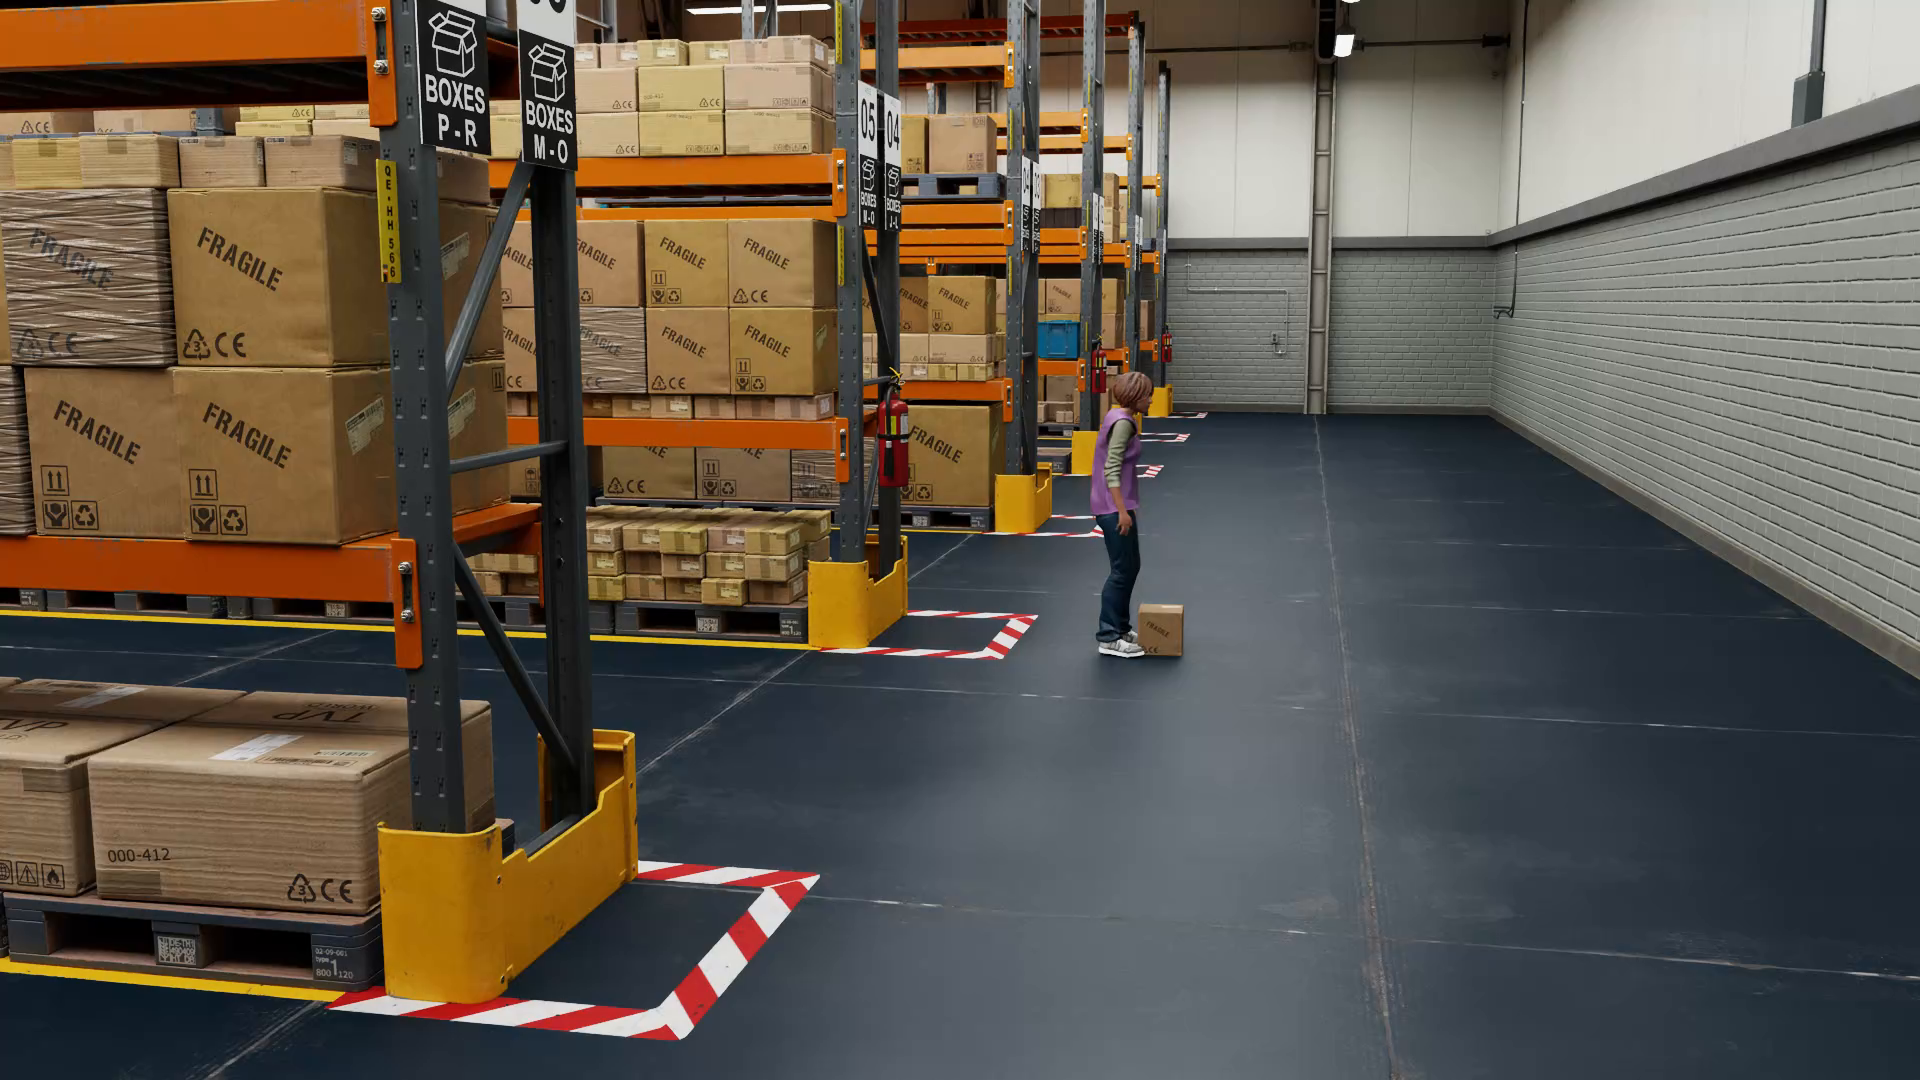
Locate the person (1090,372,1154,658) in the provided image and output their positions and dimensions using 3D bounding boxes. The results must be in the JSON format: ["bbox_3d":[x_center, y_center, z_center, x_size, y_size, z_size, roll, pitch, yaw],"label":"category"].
[{"bbox_3d":[0.925,-0.151,9.449,0.365,1.582,0.463,2,8,11],"label":"person"}]
